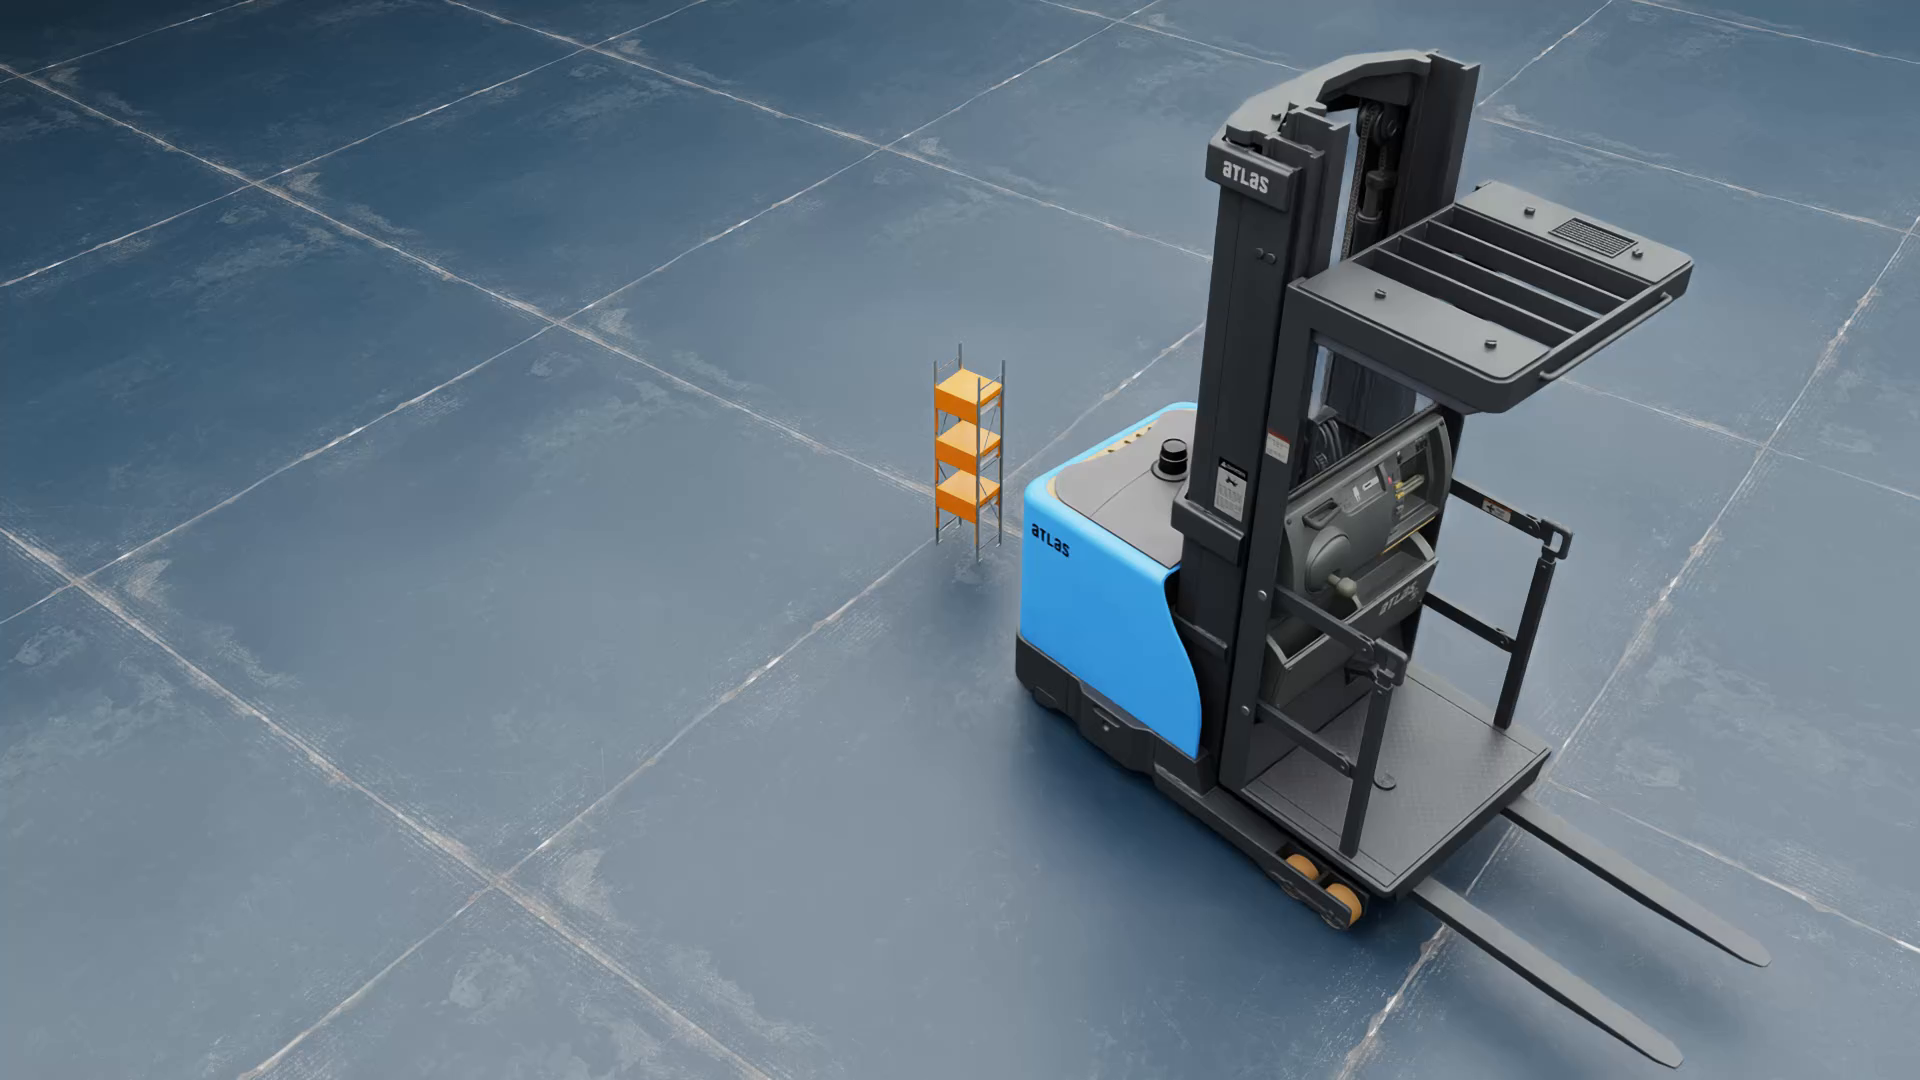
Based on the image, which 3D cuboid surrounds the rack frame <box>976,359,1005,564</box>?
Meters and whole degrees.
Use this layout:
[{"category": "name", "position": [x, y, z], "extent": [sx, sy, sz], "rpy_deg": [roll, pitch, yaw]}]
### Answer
[{"category": "rack frame", "position": [0.139, -0.348, 7.703], "extent": [0.008, 1.050, 0.200], "rpy_deg": [25, 45, 29]}]

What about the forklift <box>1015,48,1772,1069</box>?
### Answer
[{"category": "forklift", "position": [1.603, -0.055, 5.803], "extent": [1.130, 2.935, 3.031], "rpy_deg": [-29, 47, -32]}]

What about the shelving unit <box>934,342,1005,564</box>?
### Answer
[{"category": "shelving unit", "position": [0.042, -0.393, 7.762], "extent": [0.252, 1.050, 0.215], "rpy_deg": [25, 45, 29]}]

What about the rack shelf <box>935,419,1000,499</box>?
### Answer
[{"category": "rack shelf", "position": [0.042, -0.385, 7.768], "extent": [0.240, 0.259, 0.215], "rpy_deg": [25, 45, 29]}]

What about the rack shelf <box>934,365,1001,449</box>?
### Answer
[{"category": "rack shelf", "position": [0.042, -0.608, 7.593], "extent": [0.240, 0.259, 0.215], "rpy_deg": [25, 45, 29]}]

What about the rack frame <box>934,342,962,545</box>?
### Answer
[{"category": "rack frame", "position": [-0.054, -0.439, 7.820], "extent": [0.008, 1.050, 0.200], "rpy_deg": [25, 45, 29]}]

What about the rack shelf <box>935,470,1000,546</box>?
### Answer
[{"category": "rack shelf", "position": [0.042, -0.166, 7.939], "extent": [0.240, 0.259, 0.215], "rpy_deg": [25, 45, 29]}]
